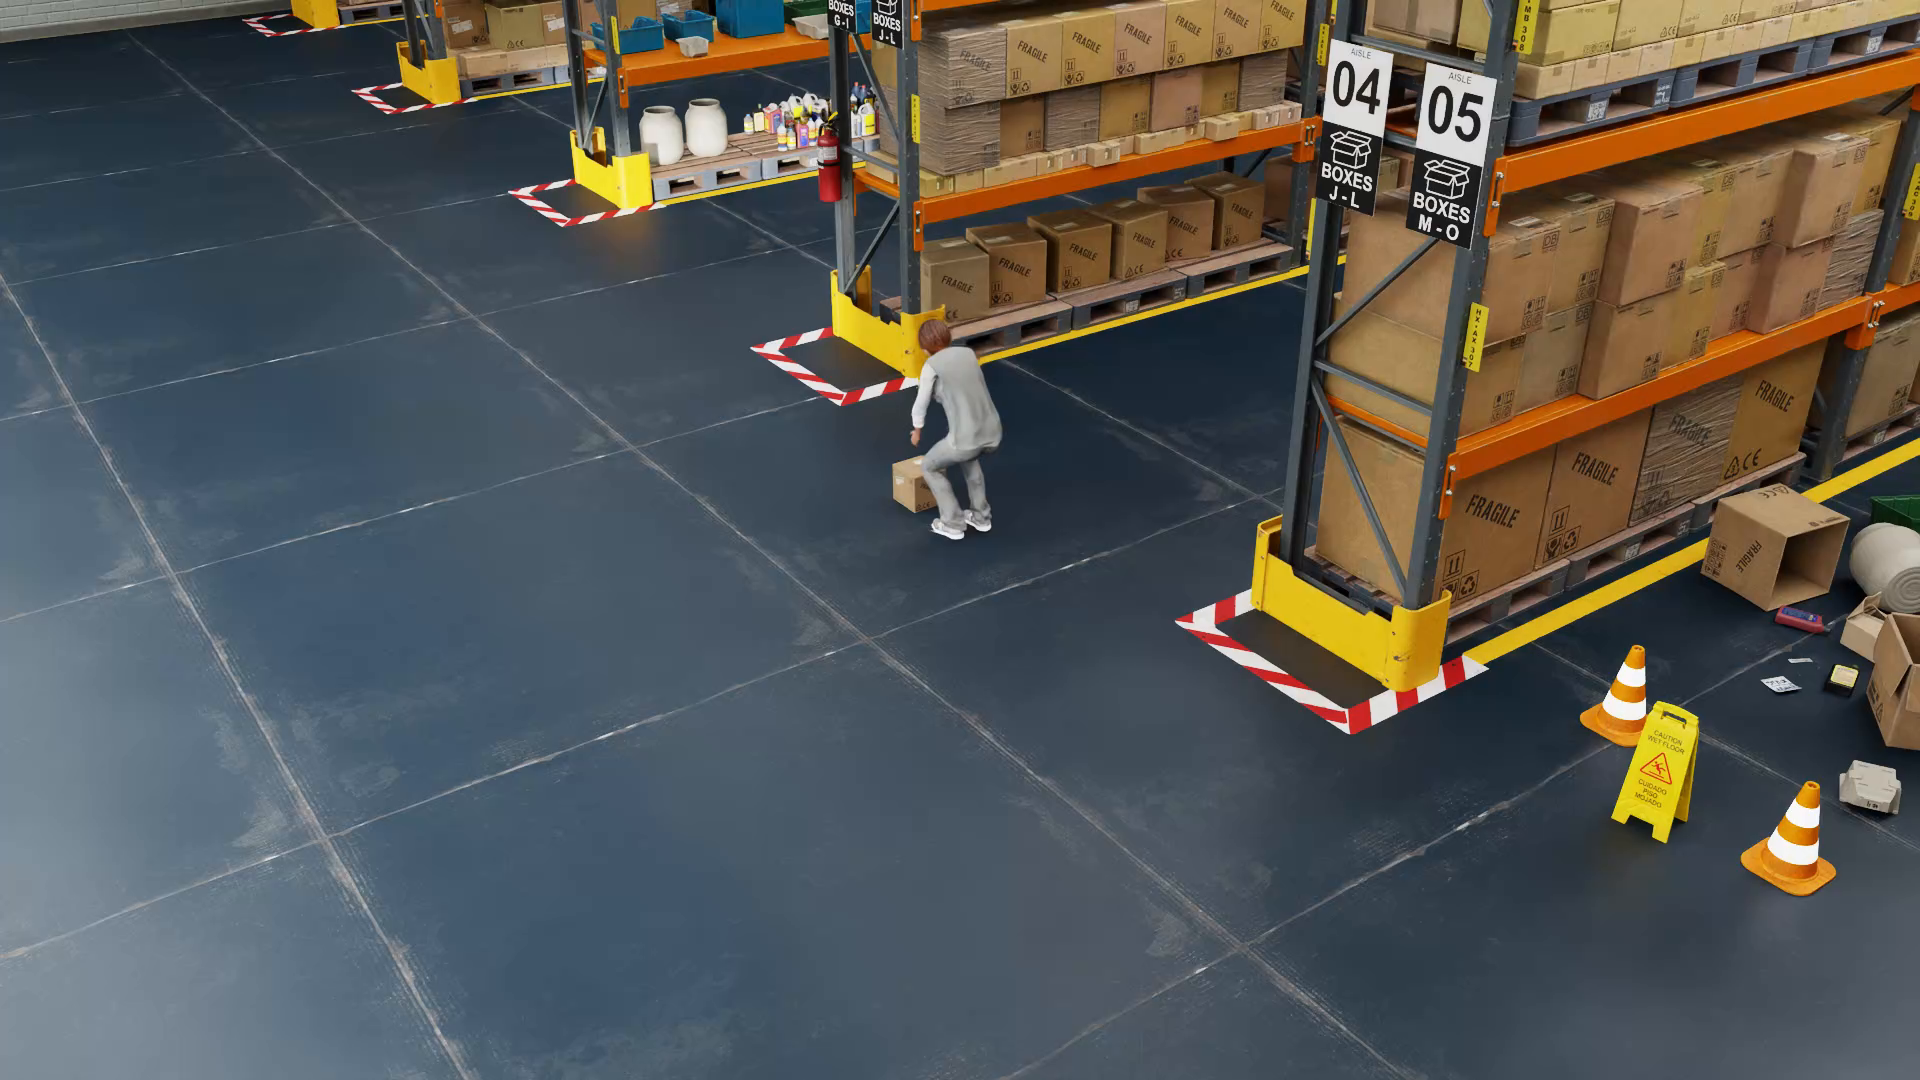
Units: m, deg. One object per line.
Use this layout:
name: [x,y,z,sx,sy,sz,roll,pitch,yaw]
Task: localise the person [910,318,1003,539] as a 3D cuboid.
person: [-0.036,-0.643,10.101,0.462,1.310,0.640,-19,34,-30]
